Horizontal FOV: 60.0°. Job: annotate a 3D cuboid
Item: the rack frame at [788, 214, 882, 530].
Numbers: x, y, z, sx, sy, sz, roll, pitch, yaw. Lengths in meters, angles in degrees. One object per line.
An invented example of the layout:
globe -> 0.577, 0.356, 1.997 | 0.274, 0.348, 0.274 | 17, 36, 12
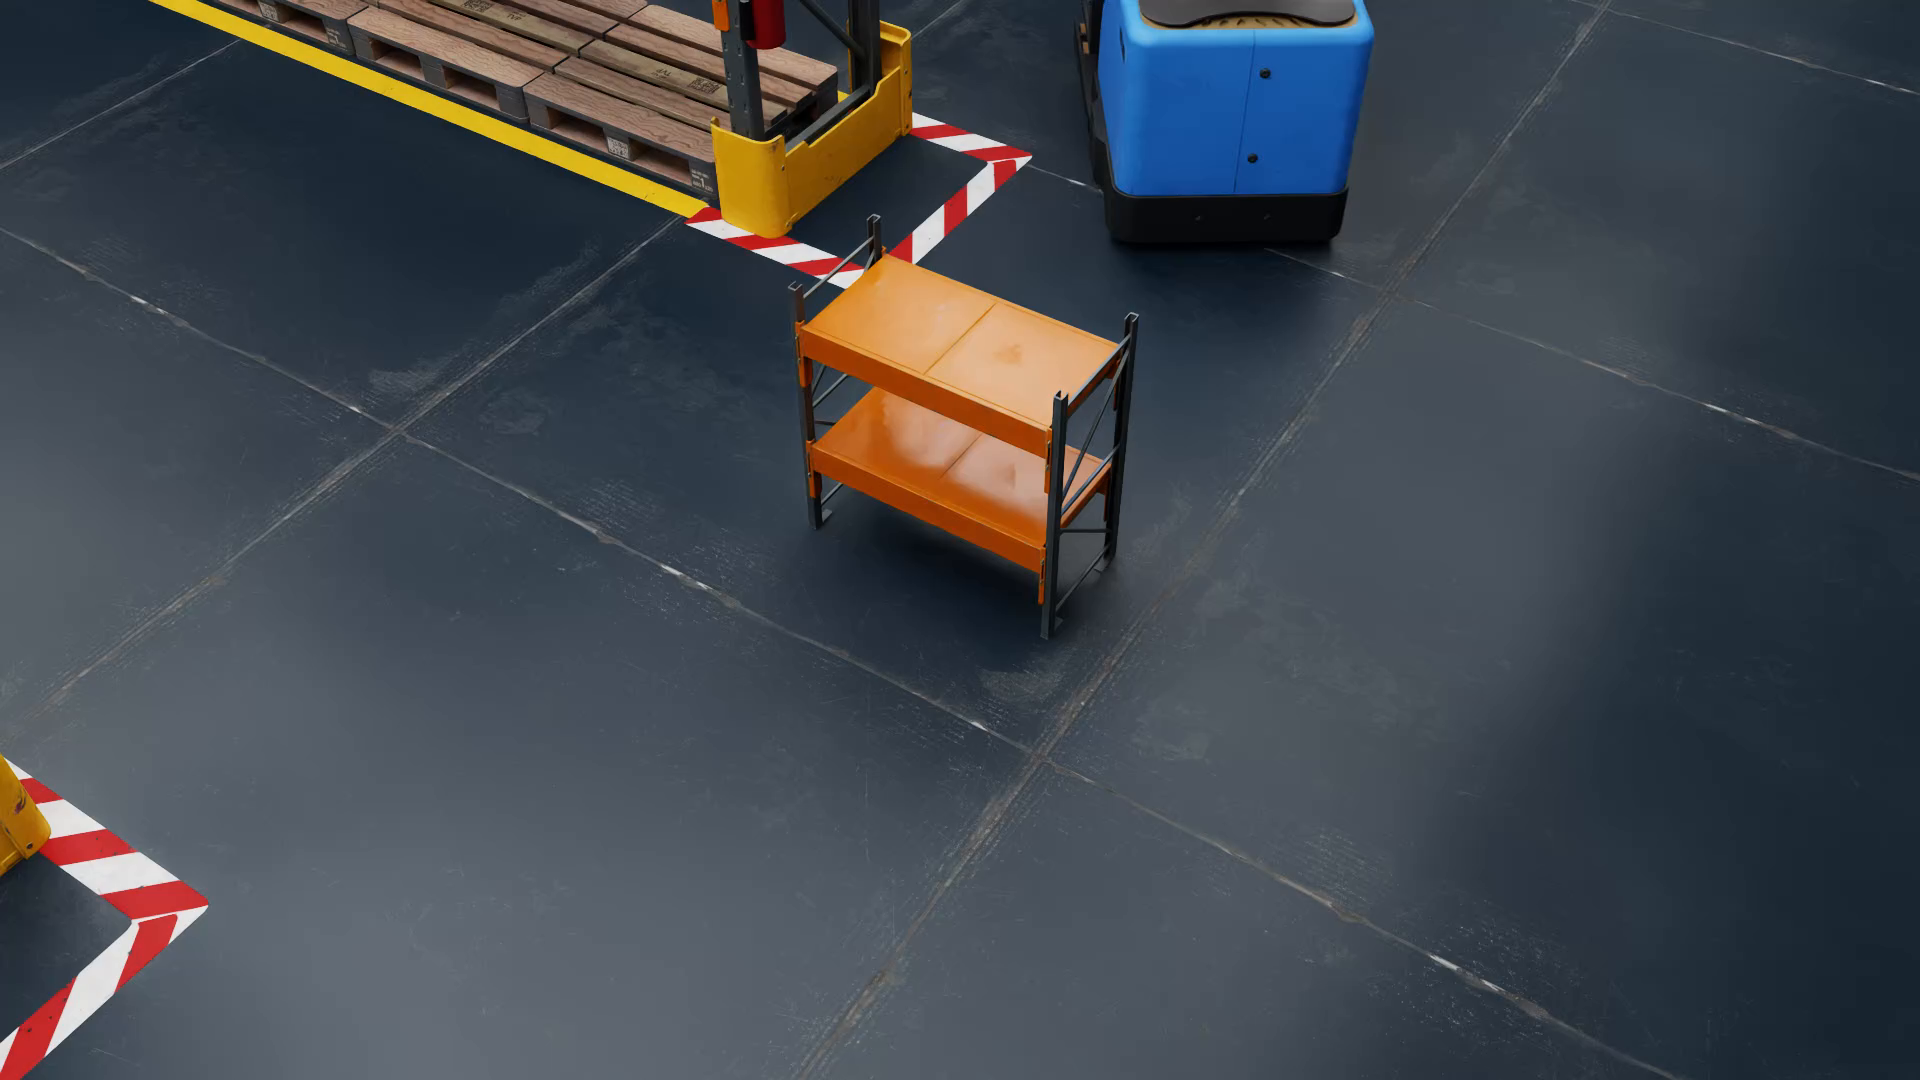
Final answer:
rack frame -> -0.422, -0.586, 6.035 | 0.032, 1.125, 0.500 | 25, 51, 22

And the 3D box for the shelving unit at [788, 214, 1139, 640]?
shelving unit -> 0.006, -0.389, 5.844 | 1.048, 1.125, 0.538 | 25, 51, 22

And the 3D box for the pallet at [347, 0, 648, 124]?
pallet -> -2.392, -2.665, 8.693 | 1.213, 0.211, 1.003 | 25, 51, 22

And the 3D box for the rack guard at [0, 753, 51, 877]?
rack guard -> -3.349, 1.049, 4.882 | 0.348, 0.500, 1.175 | 25, 51, 22

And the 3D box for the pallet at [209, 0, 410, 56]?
pallet -> -3.423, -3.137, 9.151 | 1.213, 0.211, 1.003 | 25, 51, 22

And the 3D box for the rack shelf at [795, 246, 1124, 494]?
rack shelf -> 0.006, -0.593, 5.634 | 1.000, 0.278, 0.538 | 25, 51, 22

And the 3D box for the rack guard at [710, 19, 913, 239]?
rack guard -> -0.669, -1.949, 7.795 | 0.348, 0.500, 1.175 | 25, 51, 22

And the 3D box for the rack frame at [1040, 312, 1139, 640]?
rack frame -> 0.434, -0.193, 5.653 | 0.032, 1.125, 0.500 | 25, 51, 22

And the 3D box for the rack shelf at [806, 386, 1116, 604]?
rack shelf -> 0.006, -0.219, 6.019 | 1.000, 0.278, 0.538 | 25, 51, 22

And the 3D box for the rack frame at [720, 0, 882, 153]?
rack frame -> -0.696, -2.821, 6.900 | 0.127, 3.000, 1.000 | 25, 51, 22

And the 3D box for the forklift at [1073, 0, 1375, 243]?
forklift -> 1.164, -3.393, 7.503 | 1.130, 2.935, 3.031 | -1, 46, -1

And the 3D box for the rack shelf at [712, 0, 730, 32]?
rack shelf -> -2.379, -3.345, 7.910 | 4.000, 0.370, 1.077 | 25, 51, 22

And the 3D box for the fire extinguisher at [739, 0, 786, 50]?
fire extinguisher -> -0.814, -2.332, 6.738 | 0.183, 0.674, 0.296 | 25, 51, 22

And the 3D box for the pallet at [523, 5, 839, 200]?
pallet -> -1.369, -2.192, 8.233 | 1.213, 0.211, 1.003 | 25, 51, 22
